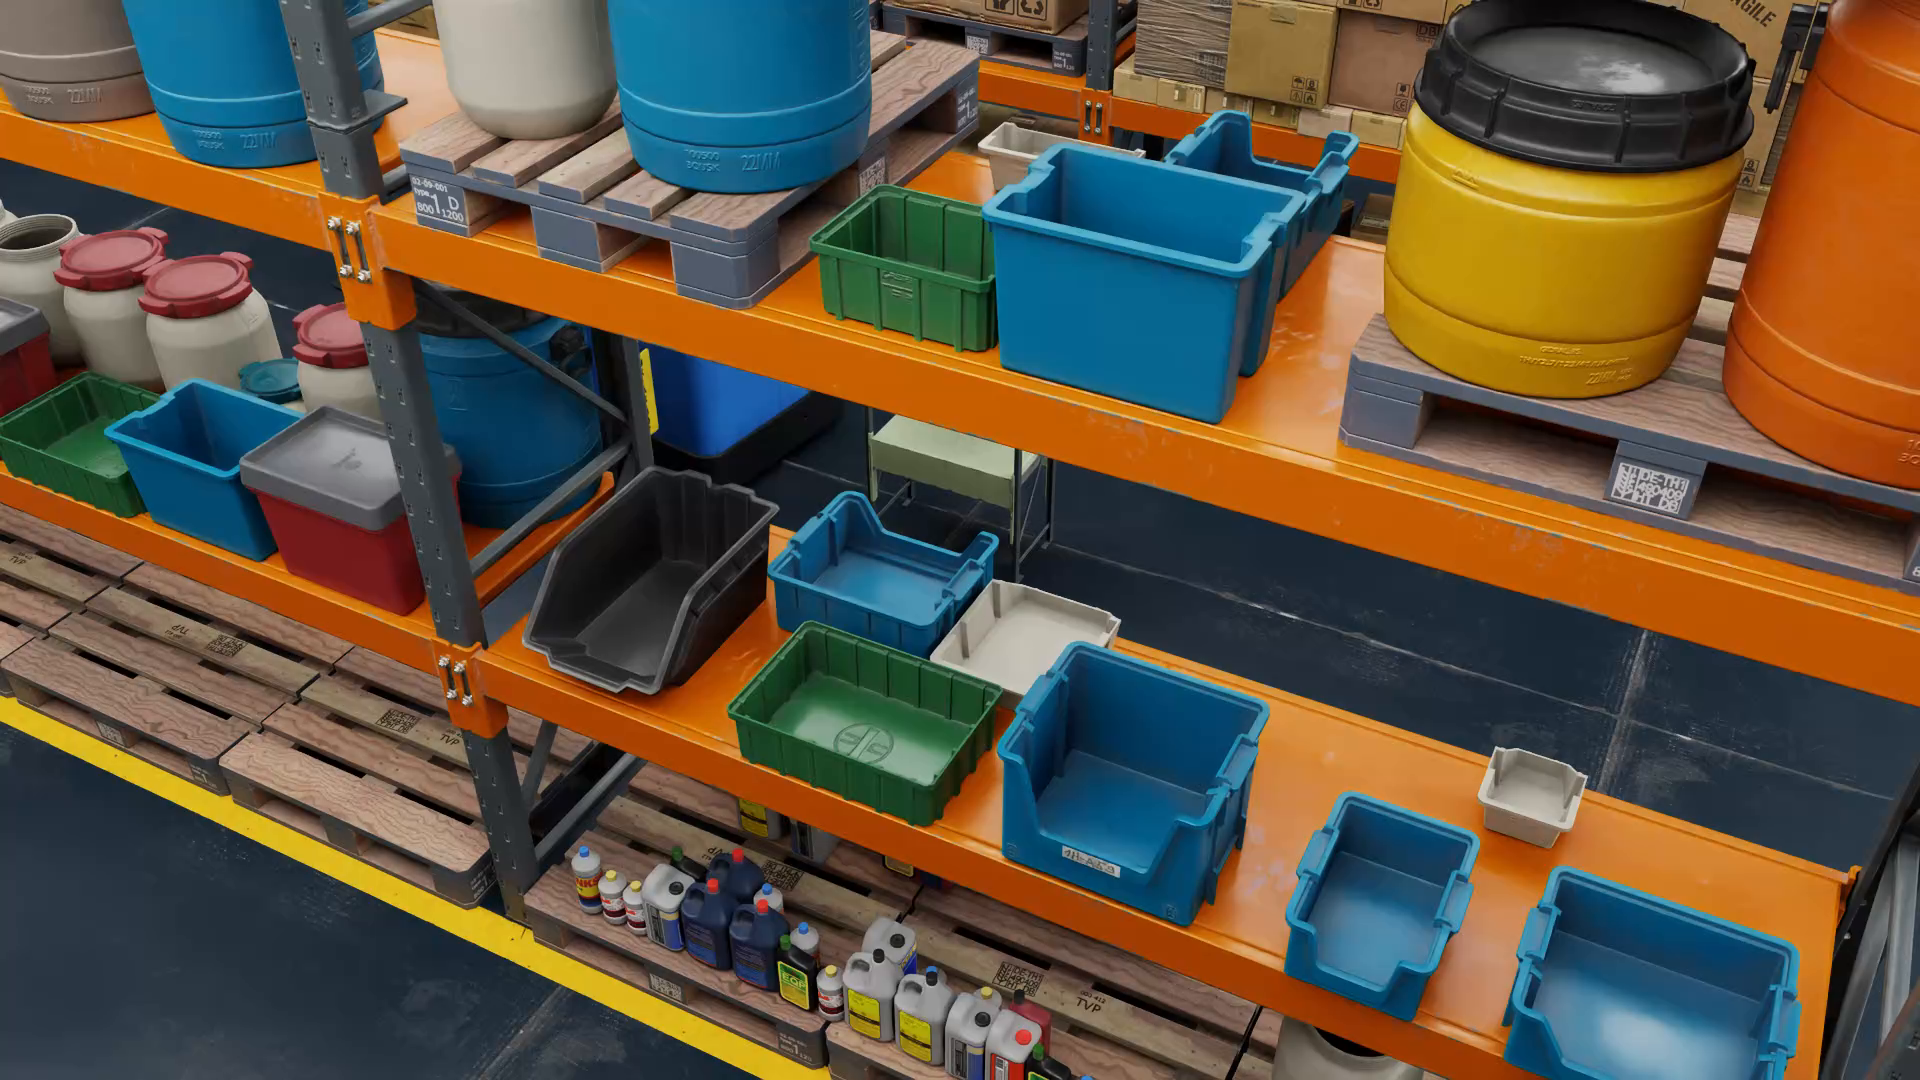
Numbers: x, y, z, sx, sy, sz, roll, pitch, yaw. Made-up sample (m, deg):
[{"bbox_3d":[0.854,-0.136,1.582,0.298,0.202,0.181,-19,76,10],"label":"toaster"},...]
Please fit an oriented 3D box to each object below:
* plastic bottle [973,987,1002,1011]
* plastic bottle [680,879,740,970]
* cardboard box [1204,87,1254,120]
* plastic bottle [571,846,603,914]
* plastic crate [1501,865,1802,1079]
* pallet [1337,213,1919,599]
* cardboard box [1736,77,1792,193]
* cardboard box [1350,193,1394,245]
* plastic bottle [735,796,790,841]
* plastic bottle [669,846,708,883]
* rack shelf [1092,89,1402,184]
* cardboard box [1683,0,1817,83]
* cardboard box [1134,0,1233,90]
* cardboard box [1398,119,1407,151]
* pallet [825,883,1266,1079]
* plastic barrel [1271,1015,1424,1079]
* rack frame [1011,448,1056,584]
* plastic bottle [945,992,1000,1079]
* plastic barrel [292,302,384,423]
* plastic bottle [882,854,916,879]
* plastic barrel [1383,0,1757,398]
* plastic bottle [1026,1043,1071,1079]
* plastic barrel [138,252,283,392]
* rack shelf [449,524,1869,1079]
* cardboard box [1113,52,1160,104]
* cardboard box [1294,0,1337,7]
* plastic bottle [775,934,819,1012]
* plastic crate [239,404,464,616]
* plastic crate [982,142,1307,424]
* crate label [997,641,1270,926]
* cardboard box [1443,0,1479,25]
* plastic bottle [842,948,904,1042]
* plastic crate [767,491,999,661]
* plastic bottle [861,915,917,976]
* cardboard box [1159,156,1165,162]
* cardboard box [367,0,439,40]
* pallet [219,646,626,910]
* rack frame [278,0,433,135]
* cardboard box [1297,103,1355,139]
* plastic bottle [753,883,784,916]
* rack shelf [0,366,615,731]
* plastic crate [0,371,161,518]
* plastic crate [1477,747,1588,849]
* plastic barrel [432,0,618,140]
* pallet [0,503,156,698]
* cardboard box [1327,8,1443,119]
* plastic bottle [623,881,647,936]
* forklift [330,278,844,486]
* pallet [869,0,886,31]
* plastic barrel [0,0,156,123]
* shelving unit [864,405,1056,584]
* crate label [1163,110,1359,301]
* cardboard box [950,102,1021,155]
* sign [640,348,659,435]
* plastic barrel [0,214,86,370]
[{"bbox_3d":[0.083,1.490,5.257,0.097,0.201,0.097,0,37,0],"label":"plastic bottle"},{"bbox_3d":[-0.817,1.236,5.468,0.185,0.351,0.144,18,41,23],"label":"plastic bottle"},{"bbox_3d":[1.439,-2.298,8.504,0.250,0.149,0.380,17,41,21],"label":"cardboard box"},{"bbox_3d":[-1.261,1.144,5.654,0.097,0.271,0.097,0,37,0],"label":"plastic bottle"},{"bbox_3d":[1.627,1.102,3.941,0.616,0.251,0.499,17,41,21],"label":"plastic crate"},{"bbox_3d":[1.520,-0.381,3.446,1.213,0.211,1.003,17,41,21],"label":"pallet"},{"bbox_3d":[3.512,-2.039,7.626,0.500,0.500,0.875,17,41,21],"label":"cardboard box"},{"bbox_3d":[2.371,-1.504,8.970,0.500,0.500,0.500,14,39,18],"label":"cardboard box"},{"bbox_3d":[-0.704,0.891,5.923,0.185,0.351,0.144,17,41,21],"label":"plastic bottle"},{"bbox_3d":[-0.913,1.157,5.627,0.133,0.283,0.061,17,41,21],"label":"plastic bottle"},{"bbox_3d":[2.711,-1.908,8.377,4.000,0.370,1.077,17,41,21],"label":"rack shelf"},{"bbox_3d":[3.438,-2.351,7.210,0.500,0.500,0.500,17,41,21],"label":"cardboard box"},{"bbox_3d":[1.306,-2.750,8.564,0.500,0.500,0.875,17,41,21],"label":"cardboard box"},{"bbox_3d":[2.326,-2.019,8.137,0.250,0.149,0.380,17,41,21],"label":"cardboard box"},{"bbox_3d":[0.322,1.567,5.511,1.213,0.211,1.003,17,41,21],"label":"pallet"},{"bbox_3d":[1.145,1.563,4.920,0.421,0.512,0.421,0,37,0],"label":"plastic barrel"},{"bbox_3d":[0.331,-0.494,7.160,0.023,1.500,0.400,17,41,21],"label":"rack frame"},{"bbox_3d":[0.042,1.532,5.140,0.135,0.276,0.152,16,40,20],"label":"plastic bottle"},{"bbox_3d":[-2.091,-0.529,5.854,0.433,0.535,0.433,0,37,0],"label":"plastic barrel"},{"bbox_3d":[-0.205,1.045,5.775,0.133,0.283,0.061,17,41,21],"label":"plastic bottle"},{"bbox_3d":[1.139,-0.665,3.161,0.600,0.588,0.600,0,37,0],"label":"plastic barrel"},{"bbox_3d":[0.265,1.630,5.005,0.133,0.283,0.061,18,41,23],"label":"plastic bottle"},{"bbox_3d":[-2.743,-0.733,6.122,0.433,0.535,0.433,0,37,0],"label":"plastic barrel"},{"bbox_3d":[0.433,0.752,4.874,4.000,0.370,1.077,17,41,21],"label":"rack shelf"},{"bbox_3d":[0.988,-2.429,8.677,0.250,0.149,0.380,17,41,21],"label":"cardboard box"},{"bbox_3d":[1.663,-2.907,7.943,0.500,0.500,0.500,17,41,21],"label":"cardboard box"},{"bbox_3d":[-0.522,1.384,5.329,0.133,0.283,0.061,19,41,23],"label":"plastic bottle"},{"bbox_3d":[-1.913,-0.087,5.331,0.583,0.464,0.402,17,41,21],"label":"plastic crate"},{"bbox_3d":[0.378,-0.536,3.507,0.575,0.384,0.392,17,41,21],"label":"plastic crate"},{"bbox_3d":[0.451,0.640,4.396,0.616,0.435,0.502,17,41,21],"label":"crate label"},{"bbox_3d":[2.555,-2.635,7.584,0.500,0.500,0.500,17,41,21],"label":"cardboard box"},{"bbox_3d":[-0.272,1.407,5.243,0.185,0.351,0.144,17,40,21],"label":"plastic bottle"},{"bbox_3d":[-0.235,0.130,5.221,0.616,0.251,0.499,17,41,21],"label":"plastic crate"},{"bbox_3d":[-0.226,1.350,5.380,0.135,0.276,0.152,17,41,21],"label":"plastic bottle"},{"bbox_3d":[1.272,-1.789,9.346,0.500,0.500,0.500,16,40,20],"label":"cardboard box"},{"bbox_3d":[-3.220,-3.386,11.140,0.875,0.875,1.225,16,40,19],"label":"cardboard box"},{"bbox_3d":[-2.058,0.822,6.492,1.213,0.211,1.003,17,41,21],"label":"pallet"},{"bbox_3d":[-1.343,-2.481,3.575,0.127,3.000,1.000,17,41,21],"label":"rack frame"},{"bbox_3d":[1.868,-2.142,8.298,0.250,0.149,0.380,17,41,21],"label":"cardboard box"},{"bbox_3d":[-0.632,1.243,5.524,0.097,0.271,0.097,0,37,0],"label":"plastic bottle"},{"bbox_3d":[-3.119,-0.361,6.339,4.000,0.370,1.077,17,41,21],"label":"rack shelf"},{"bbox_3d":[-3.019,-0.339,5.891,0.662,0.188,0.450,17,41,21],"label":"plastic crate"},{"bbox_3d":[1.563,0.705,4.559,0.250,0.136,0.298,17,41,21],"label":"plastic crate"},{"bbox_3d":[-1.051,-1.272,4.025,0.421,0.512,0.421,0,37,0],"label":"plastic barrel"},{"bbox_3d":[-4.224,0.144,7.386,1.213,0.211,1.003,17,41,21],"label":"pallet"},{"bbox_3d":[2.224,-2.507,8.244,0.500,0.500,0.875,17,41,21],"label":"cardboard box"},{"bbox_3d":[-1.081,1.229,5.601,0.097,0.201,0.097,0,37,0],"label":"plastic bottle"},{"bbox_3d":[-2.089,-2.064,8.045,3.031,2.935,1.130,23,43,27],"label":"forklift"},{"bbox_3d":[-0.840,-3.258,9.719,1.213,0.211,1.003,17,41,21],"label":"pallet"},{"bbox_3d":[-2.475,-1.692,4.603,0.600,0.901,0.600,0,37,0],"label":"plastic barrel"},{"bbox_3d":[0.006,-0.596,7.294,0.755,1.500,0.431,17,41,21],"label":"shelving unit"},{"bbox_3d":[0.699,-0.812,3.981,0.408,0.251,0.502,17,41,21],"label":"crate label"},{"bbox_3d":[-0.015,-2.255,9.943,0.500,0.500,0.700,17,40,21],"label":"cardboard box"},{"bbox_3d":[-1.080,-0.494,5.690,0.005,0.325,0.100,17,41,21],"label":"sign"},{"bbox_3d":[-3.509,-0.959,6.440,0.421,0.512,0.421,0,37,0],"label":"plastic barrel"}]
